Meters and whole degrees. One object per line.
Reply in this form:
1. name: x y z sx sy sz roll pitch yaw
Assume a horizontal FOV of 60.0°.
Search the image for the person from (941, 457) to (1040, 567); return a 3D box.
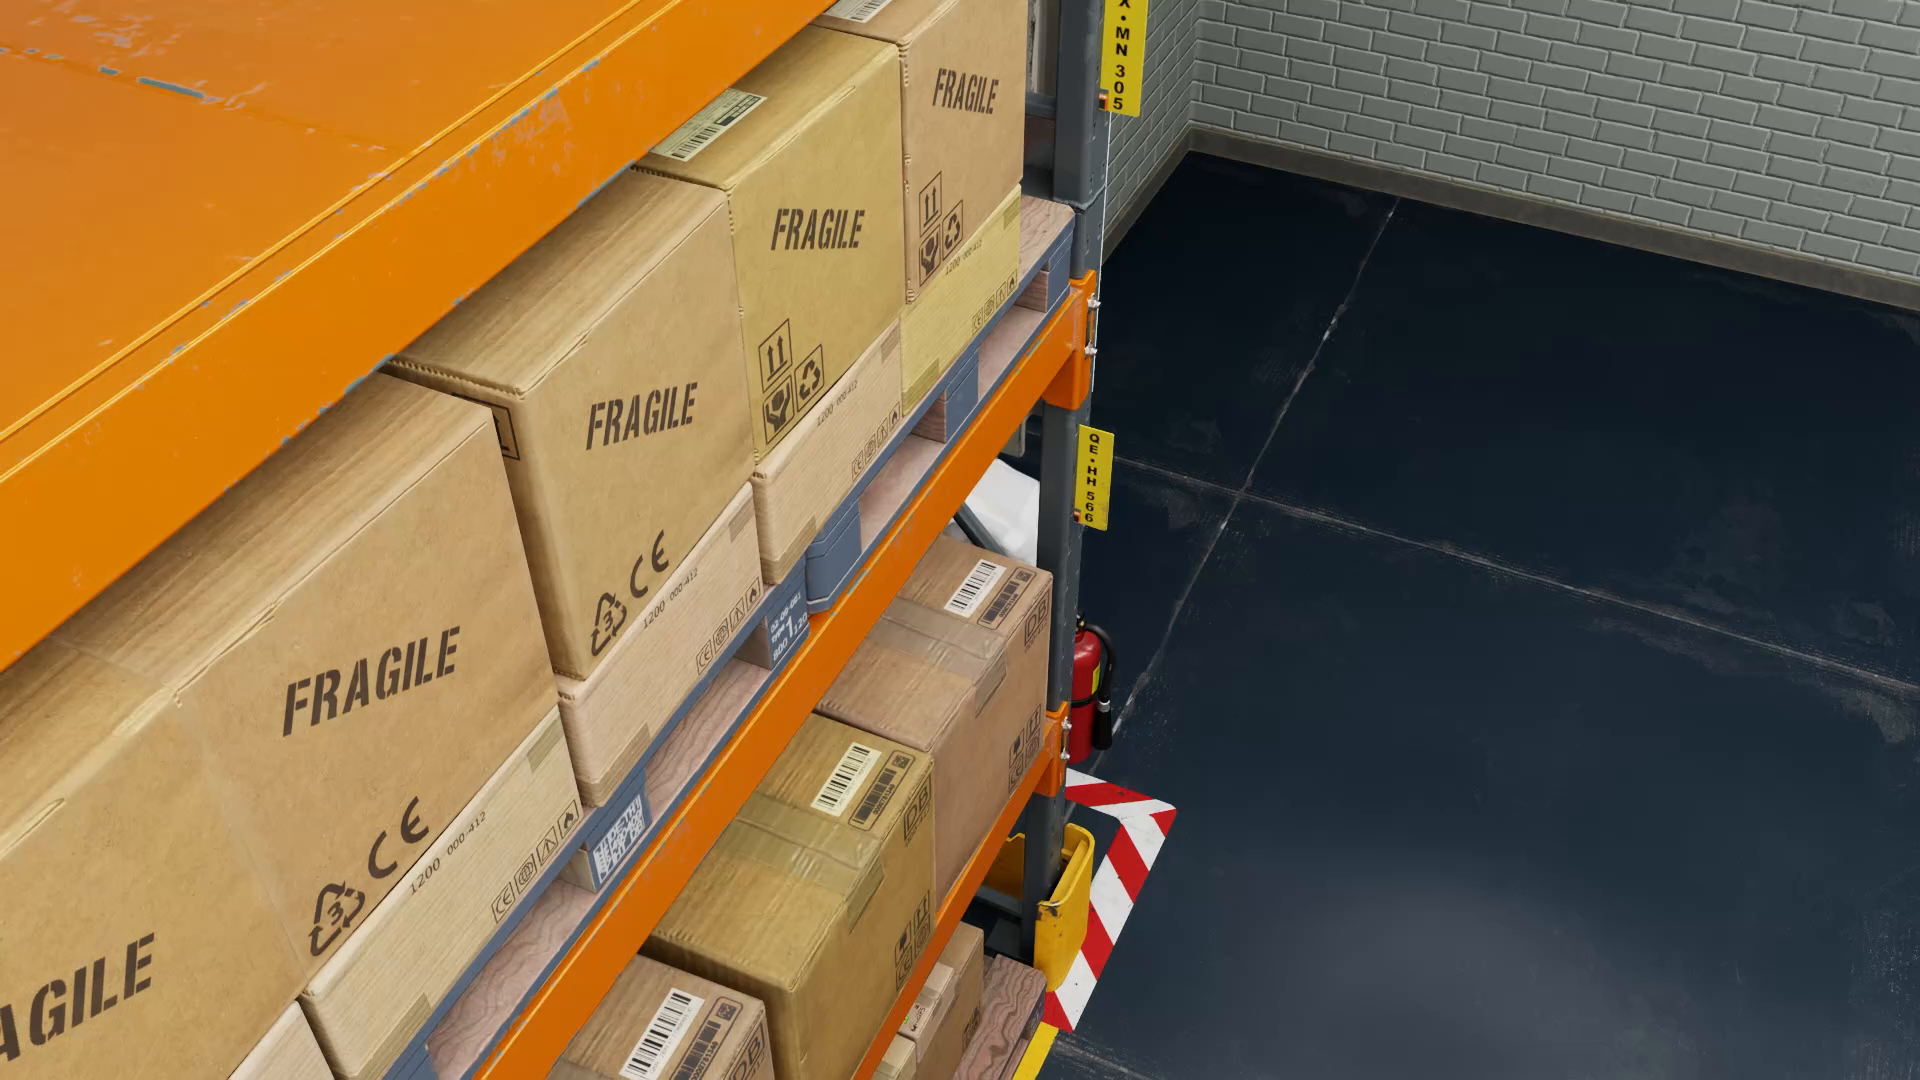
1. person: 0.009 0.006 6.911 0.944 0.861 0.536 17 44 18
